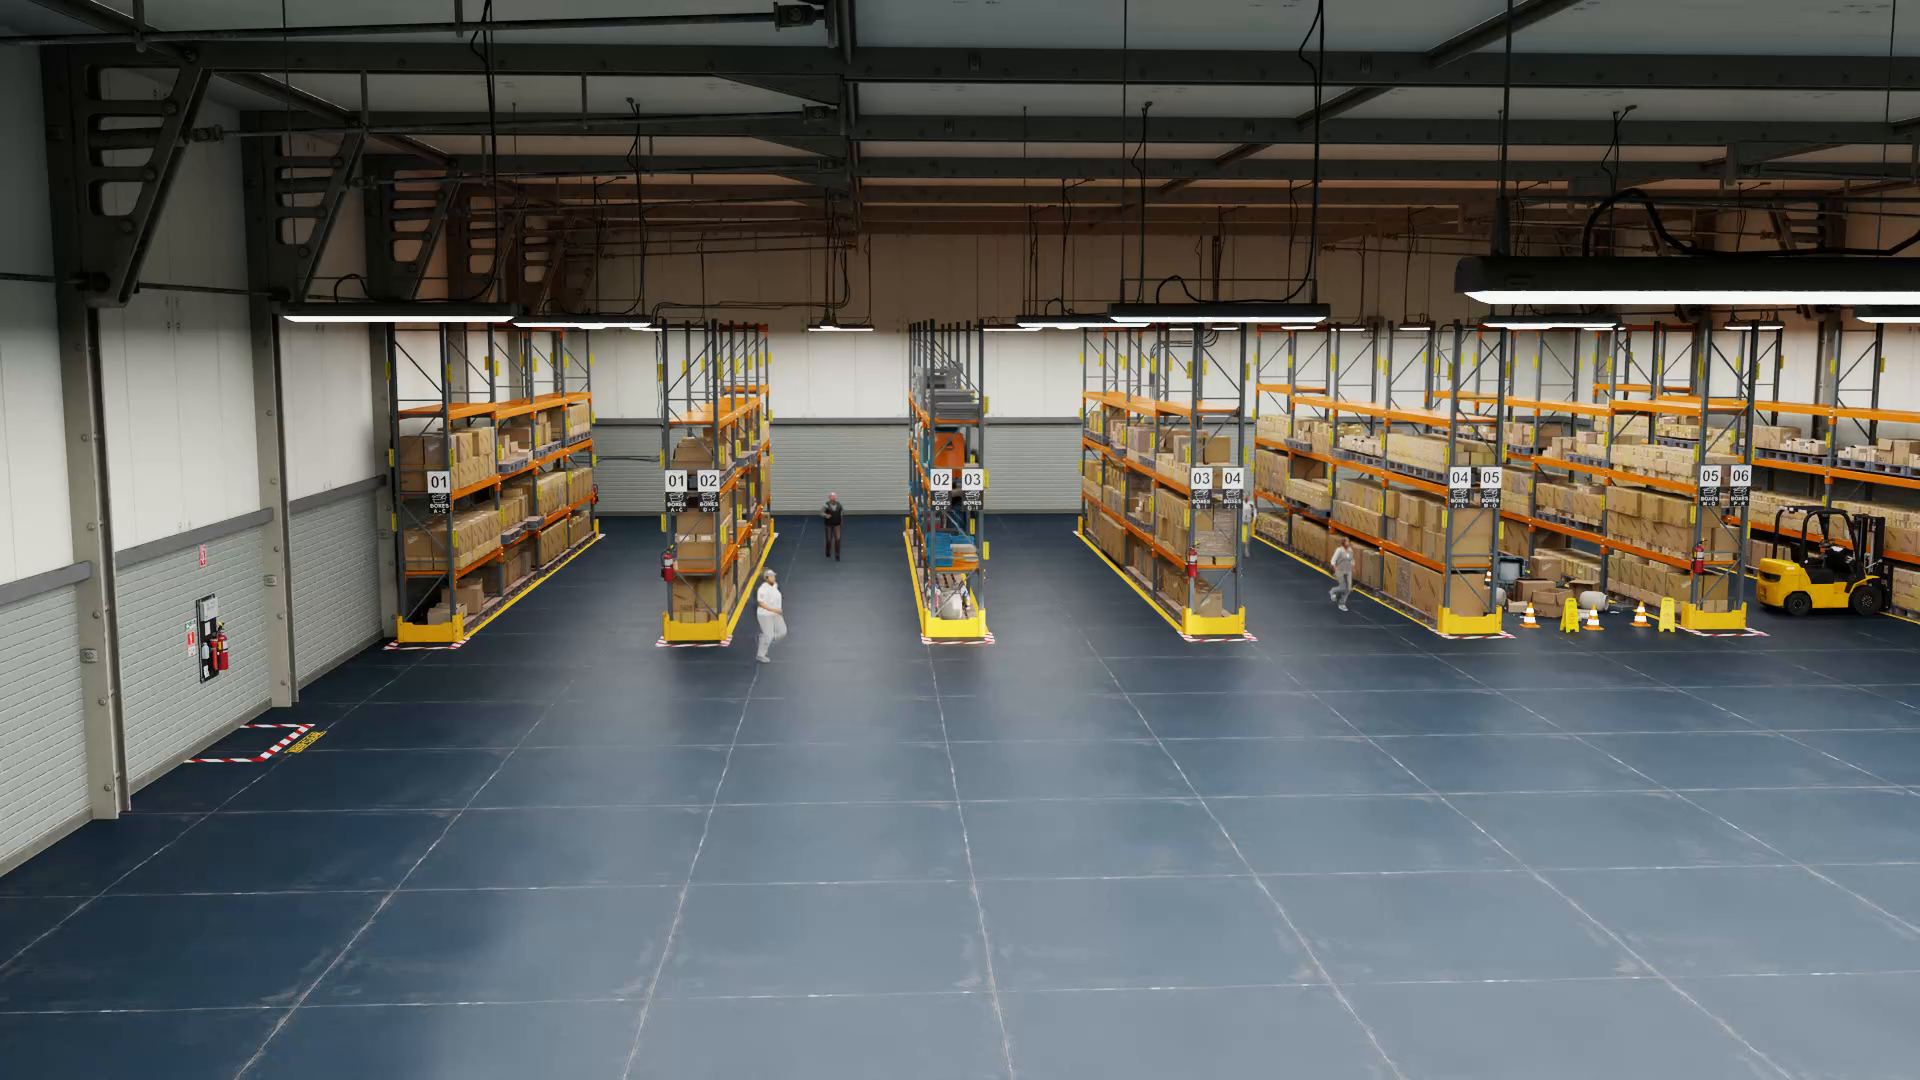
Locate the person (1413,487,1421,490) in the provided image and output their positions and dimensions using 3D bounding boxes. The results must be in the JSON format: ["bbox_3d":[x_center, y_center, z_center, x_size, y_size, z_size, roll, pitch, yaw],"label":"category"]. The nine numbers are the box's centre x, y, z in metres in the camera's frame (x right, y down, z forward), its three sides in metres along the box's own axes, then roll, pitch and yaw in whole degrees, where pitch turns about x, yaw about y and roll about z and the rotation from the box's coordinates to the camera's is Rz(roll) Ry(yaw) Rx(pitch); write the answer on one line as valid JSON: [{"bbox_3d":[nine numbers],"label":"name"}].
[{"bbox_3d":[13.595,-1.177,49.489,0.557,1.600,0.570,1,7,6],"label":"person"}]

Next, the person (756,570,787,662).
[{"bbox_3d":[-3.308,1.303,29.219,0.605,1.584,0.631,4,8,31],"label":"person"}]

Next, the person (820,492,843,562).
[{"bbox_3d":[-3.245,-0.344,42.245,0.627,1.752,0.891,-2,7,-14],"label":"person"}]

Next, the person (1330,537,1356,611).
[{"bbox_3d":[7.984,0.737,34.696,0.523,1.457,0.571,-2,7,-17],"label":"person"}]

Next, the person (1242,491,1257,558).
[{"bbox_3d":[7.402,-0.442,43.175,0.637,1.712,0.815,0,7,-2],"label":"person"}]
